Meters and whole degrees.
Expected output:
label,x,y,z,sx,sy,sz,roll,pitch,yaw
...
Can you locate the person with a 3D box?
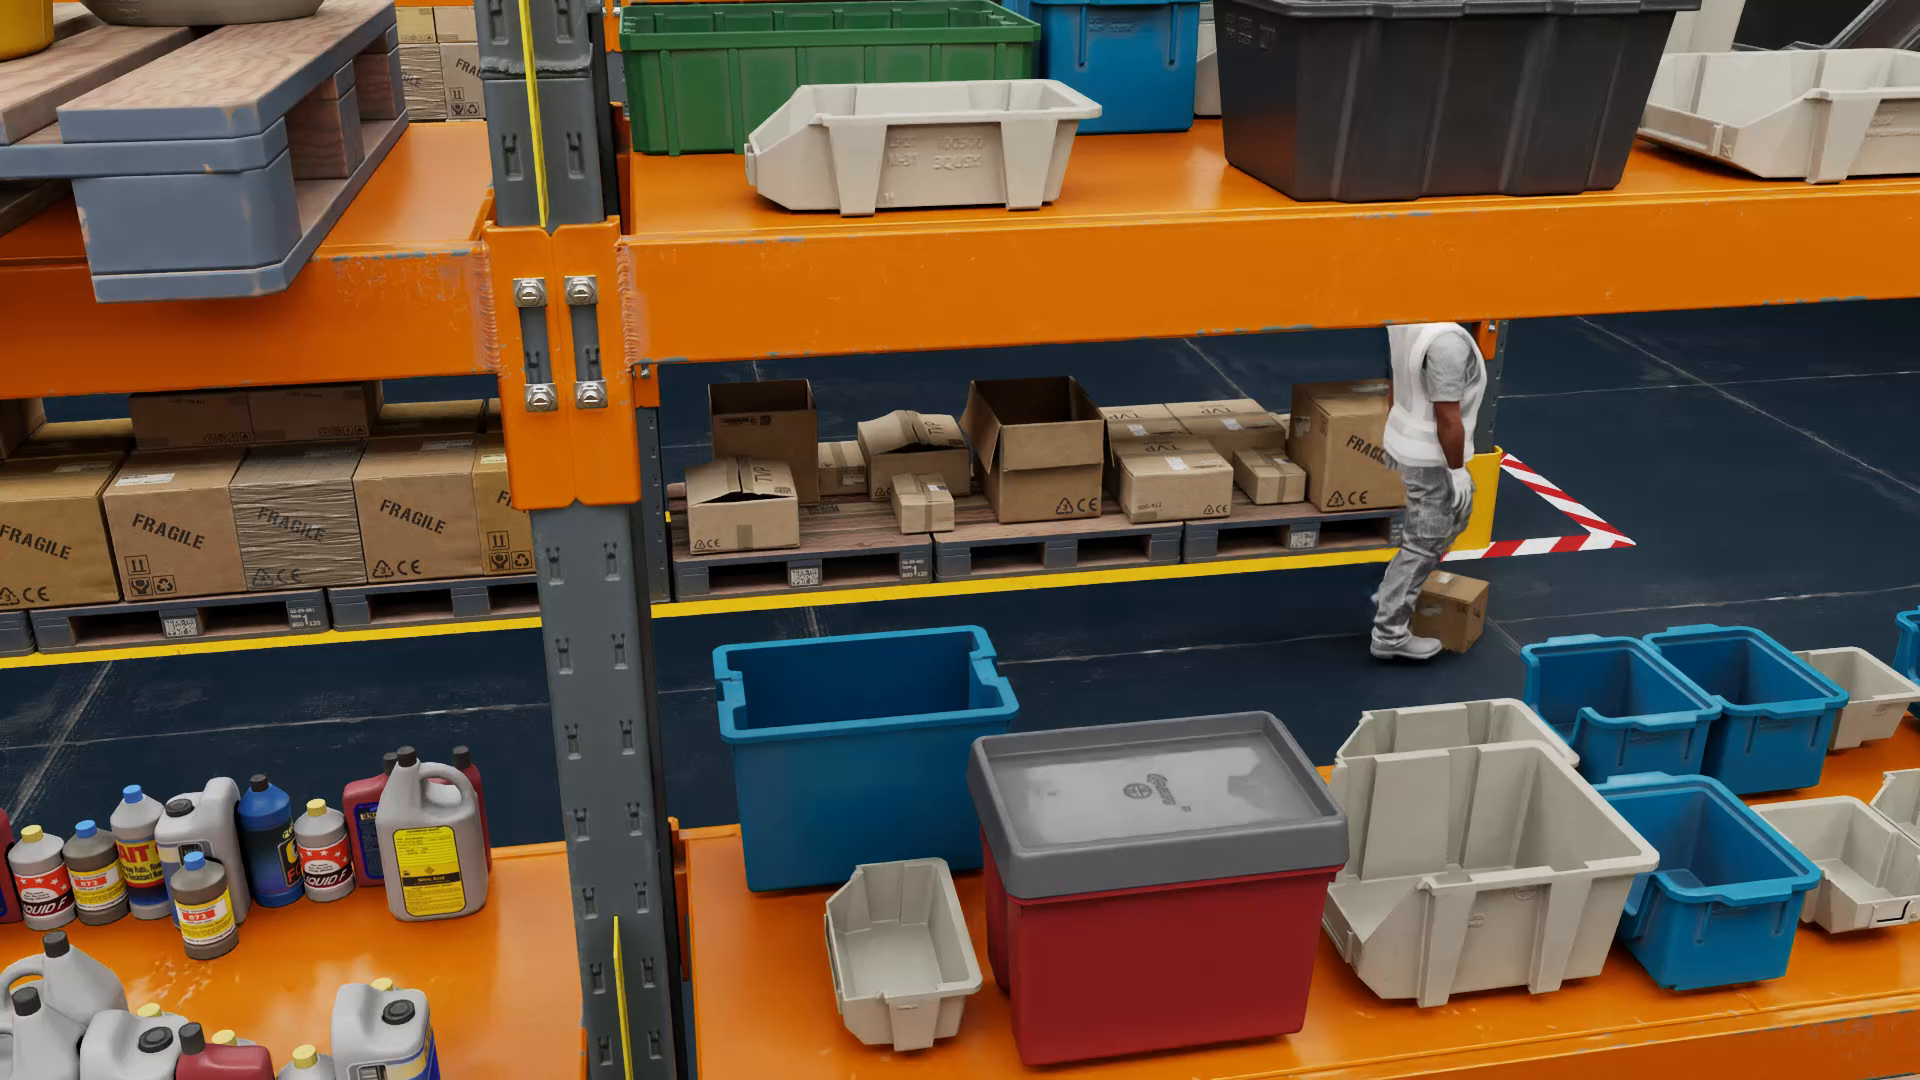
label,x,y,z,sx,sy,sz,roll,pitch,yaw
person,1.971,-0.345,6.826,0.451,1.802,0.602,-1,23,-2
